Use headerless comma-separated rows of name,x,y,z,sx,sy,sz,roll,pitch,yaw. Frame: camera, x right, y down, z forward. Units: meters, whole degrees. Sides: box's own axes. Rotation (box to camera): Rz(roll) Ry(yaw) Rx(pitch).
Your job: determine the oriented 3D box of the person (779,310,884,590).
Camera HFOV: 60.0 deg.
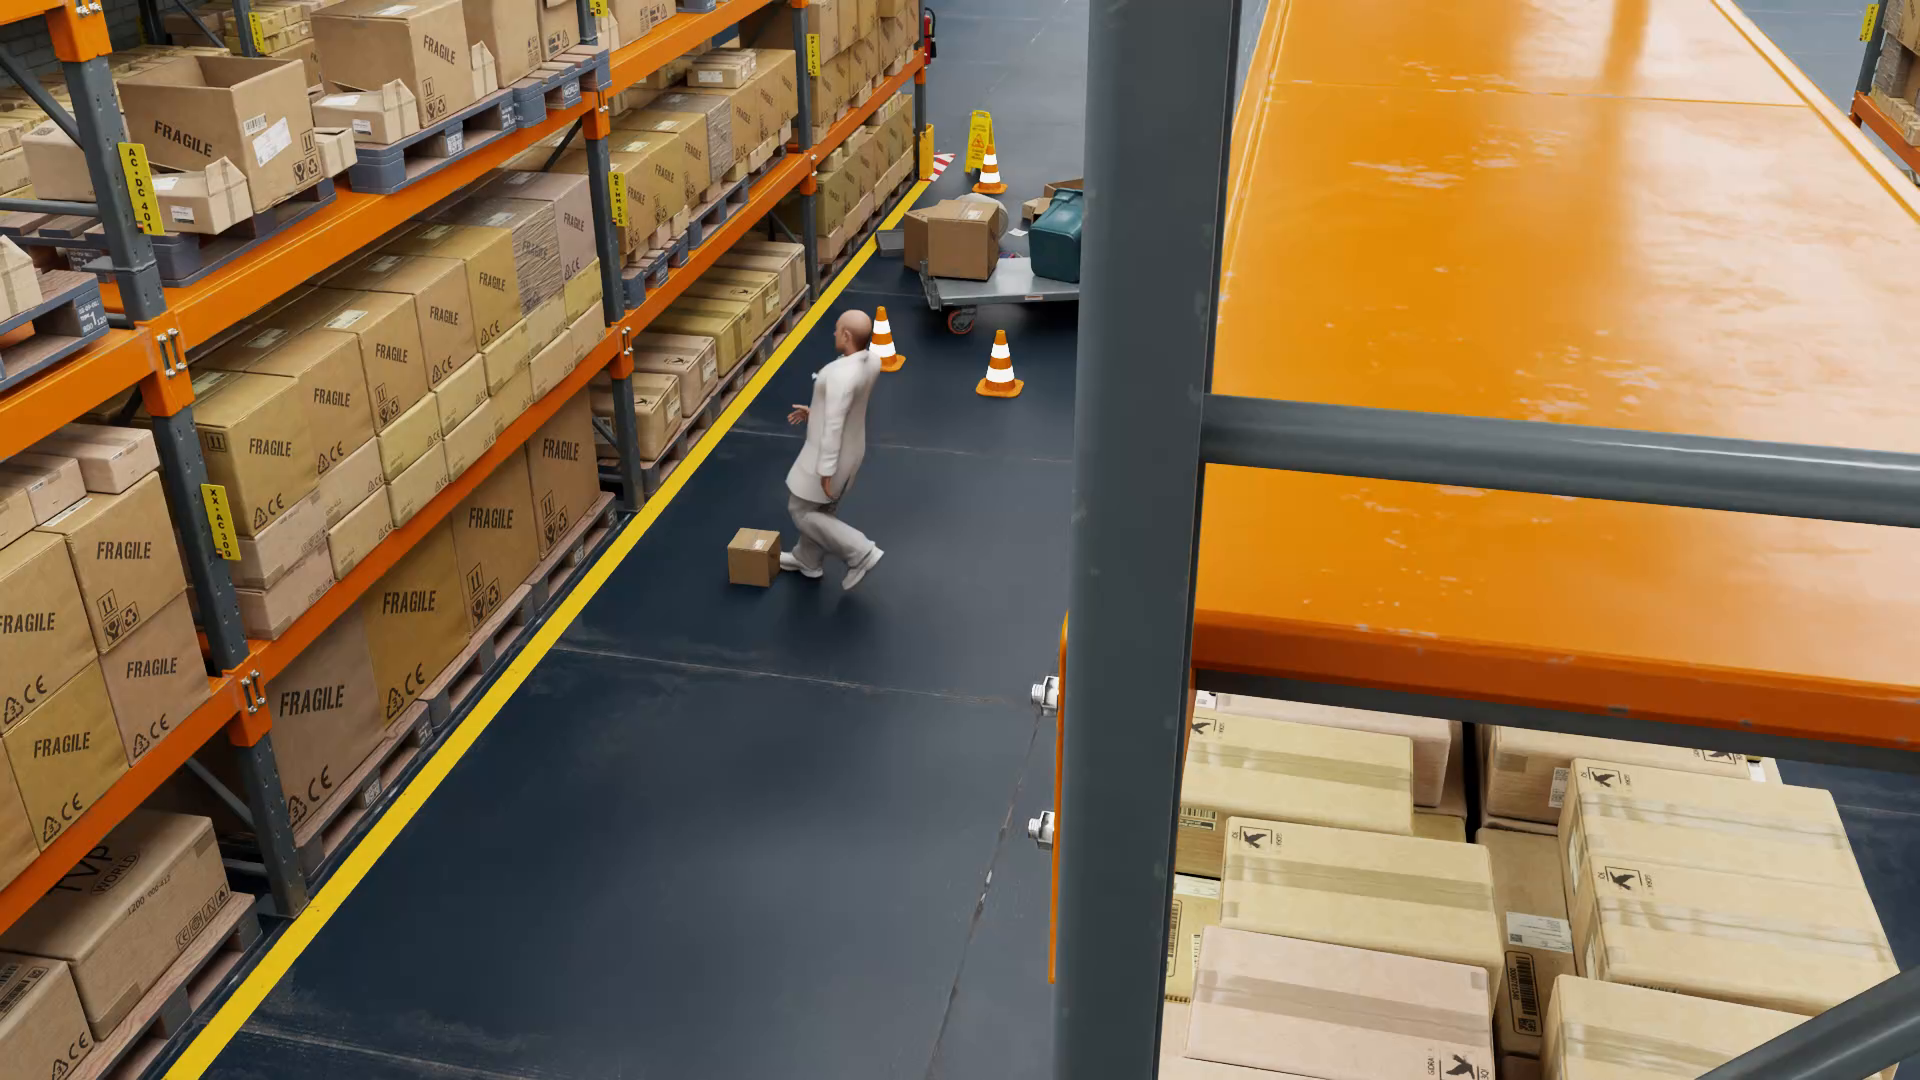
person,-0.806,-0.515,9.608,0.838,1.729,0.667,12,31,20
